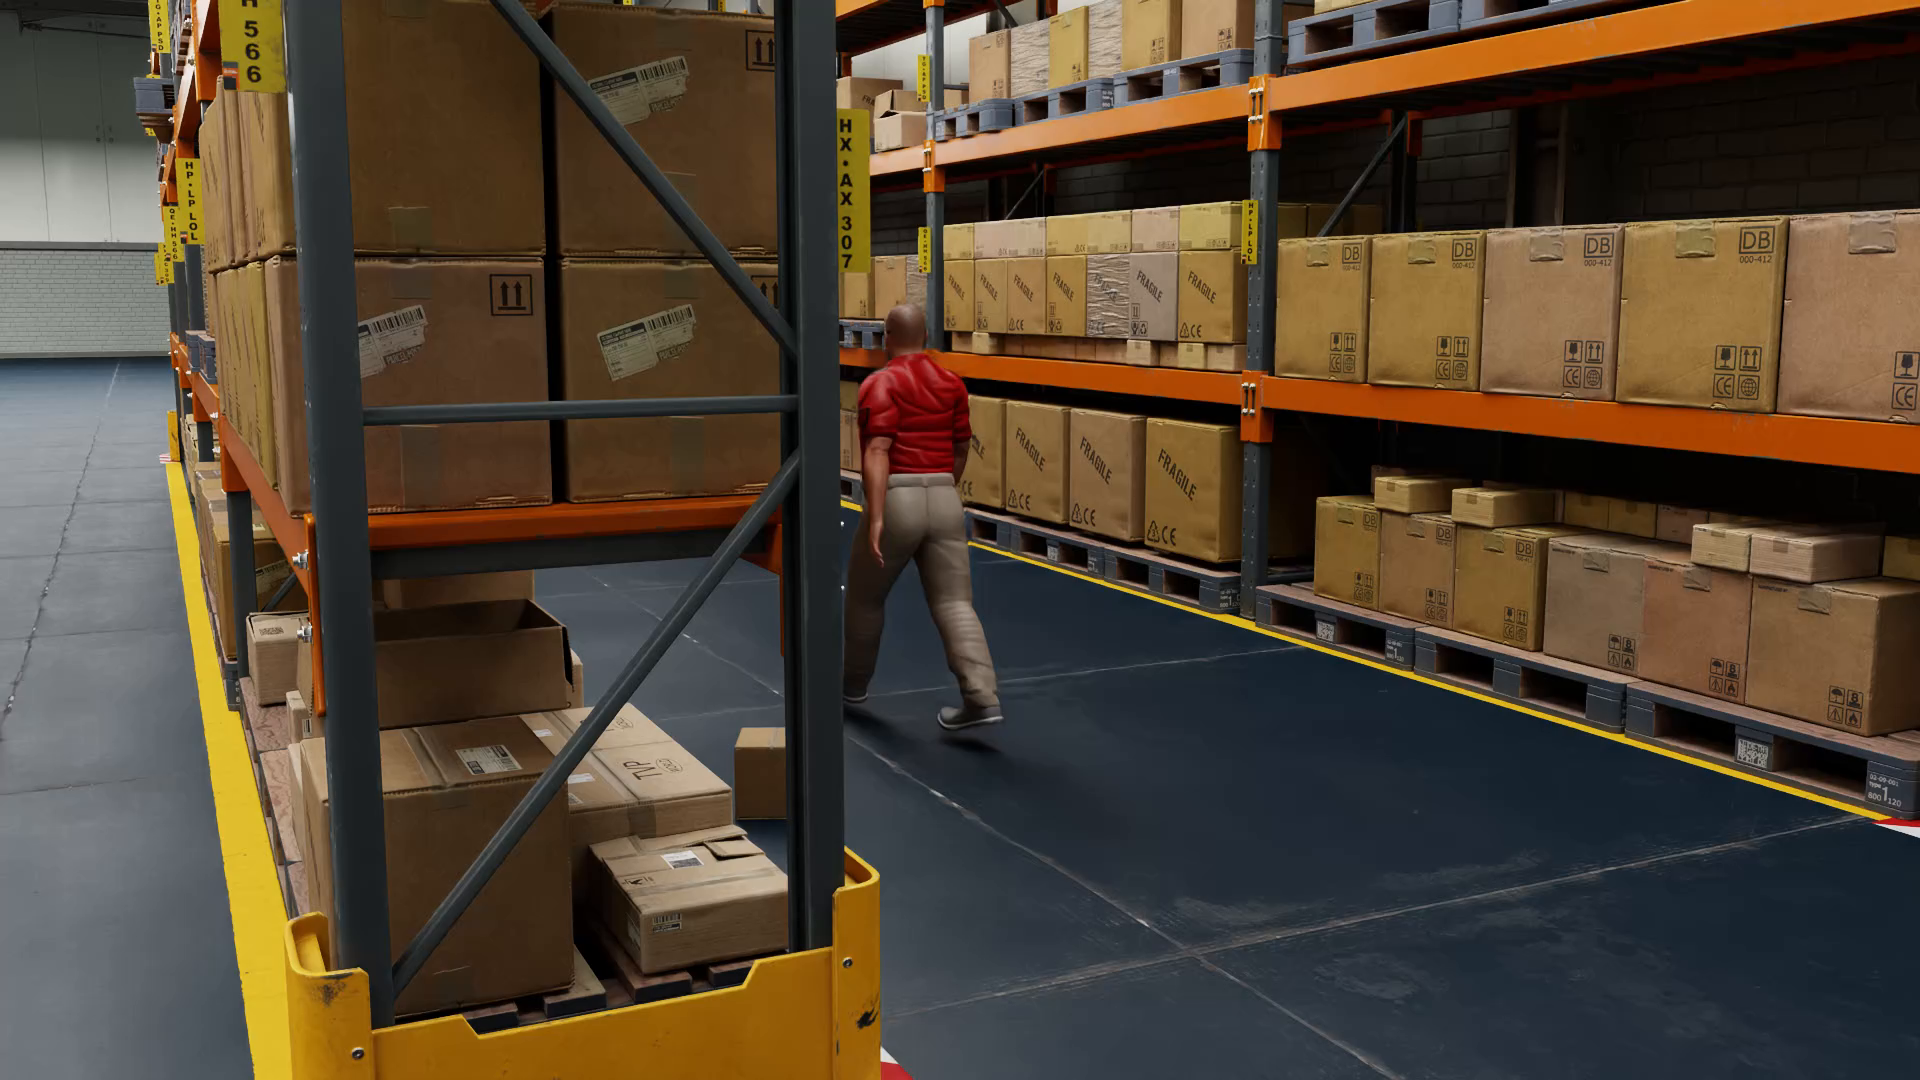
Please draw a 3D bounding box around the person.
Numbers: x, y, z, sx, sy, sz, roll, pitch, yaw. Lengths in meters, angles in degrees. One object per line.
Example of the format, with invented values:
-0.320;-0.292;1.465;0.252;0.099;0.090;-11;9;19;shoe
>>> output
-0.202;-0.110;6.660;0.576;1.651;1.113;-4;10;-27;person
